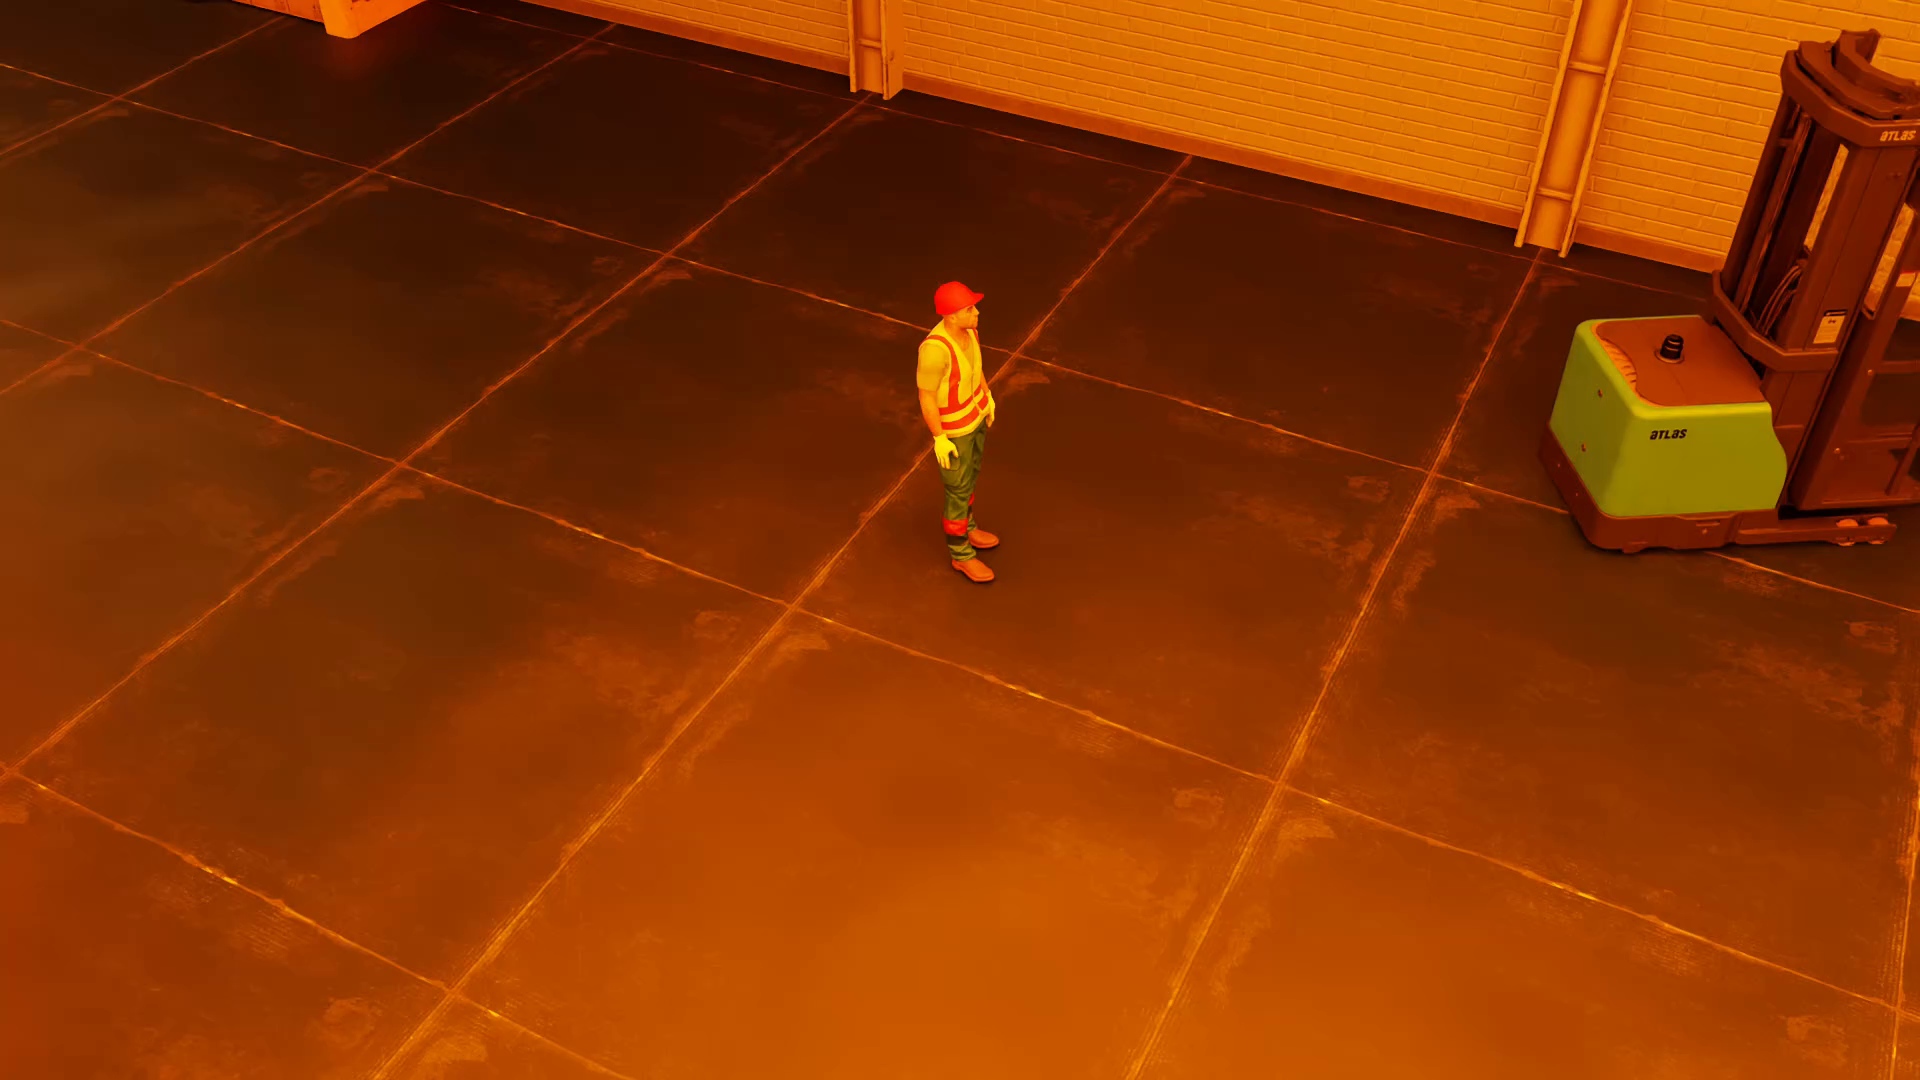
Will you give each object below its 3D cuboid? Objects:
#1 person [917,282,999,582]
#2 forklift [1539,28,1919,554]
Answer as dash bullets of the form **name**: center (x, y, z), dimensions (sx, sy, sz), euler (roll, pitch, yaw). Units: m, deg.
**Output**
- **person**: center (0.065, -0.659, 9.644), dimensions (0.564, 1.787, 0.637), euler (18, 43, 21)
- **forklift**: center (5.307, -1.424, 9.677), dimensions (3.031, 2.935, 1.130), euler (-3, 40, -4)
